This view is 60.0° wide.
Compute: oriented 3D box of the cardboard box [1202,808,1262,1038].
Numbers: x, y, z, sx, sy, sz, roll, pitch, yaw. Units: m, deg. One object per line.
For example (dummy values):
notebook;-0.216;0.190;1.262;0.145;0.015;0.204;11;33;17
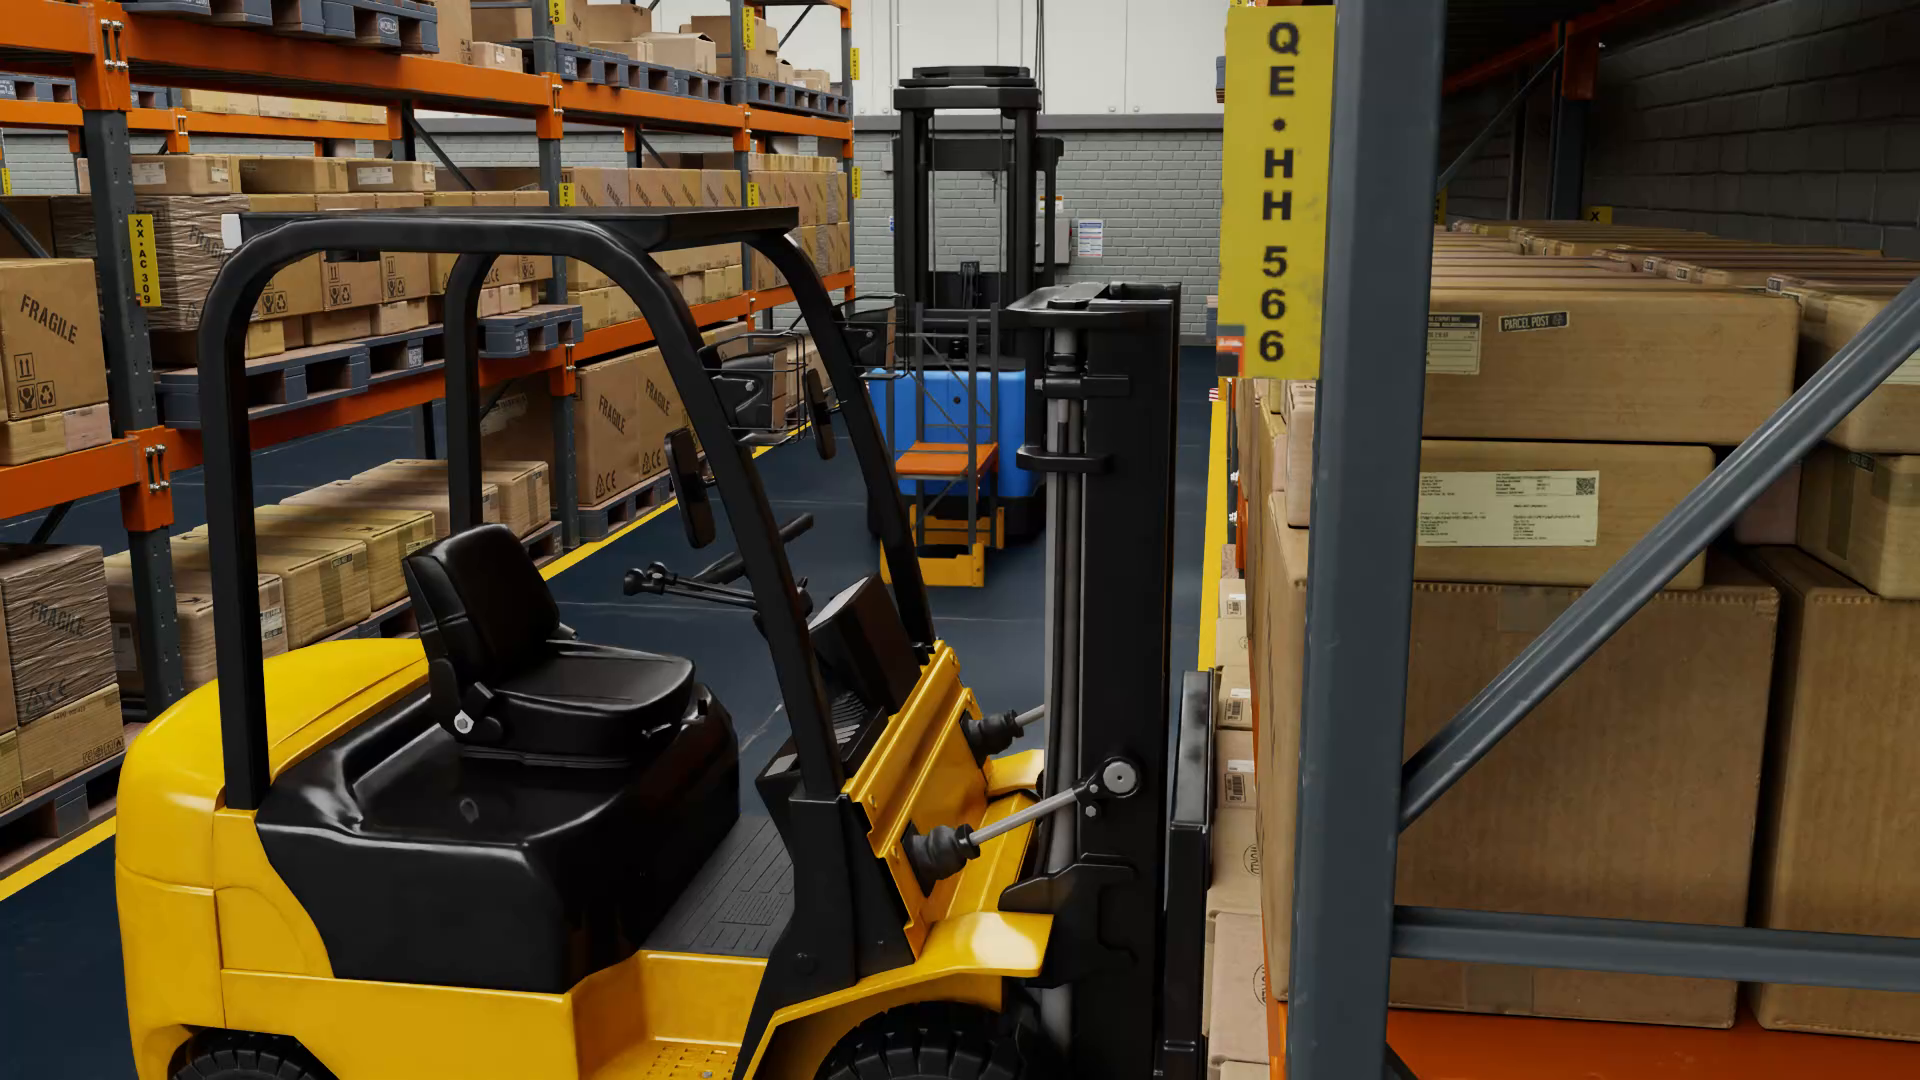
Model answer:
cardboard box;0.721;0.728;3.151;0.500;0.250;0.500;2;12;9

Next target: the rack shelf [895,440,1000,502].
rack shelf;-0.088;-0.410;9.689;0.538;0.185;1.000;2;12;8

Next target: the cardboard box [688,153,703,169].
cardboard box;-2.361;-3.243;14.270;0.380;0.149;0.250;2;12;10

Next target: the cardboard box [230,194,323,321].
cardboard box;-3.040;-1.189;6.950;0.500;0.500;0.500;2;12;9

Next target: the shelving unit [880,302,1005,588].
shelving unit;-0.087;-0.588;9.660;0.587;1.500;1.083;2;12;8

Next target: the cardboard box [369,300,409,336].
cardboard box;-2.847;-1.055;7.866;0.380;0.149;0.250;2;12;11

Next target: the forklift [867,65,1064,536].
forklift;0.129;-1.718;11.510;1.130;2.935;3.031;2;12;8

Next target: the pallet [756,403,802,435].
pallet;-2.047;-1.055;14.887;1.003;0.211;1.213;2;12;9

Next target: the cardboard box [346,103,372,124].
cardboard box;-6.413;-4.417;17.107;0.500;0.250;0.500;2;12;9

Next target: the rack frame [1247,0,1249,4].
rack frame;2.048;-4.202;8.632;1.000;3.000;0.127;2;12;9

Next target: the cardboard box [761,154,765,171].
cardboard box;-1.916;-3.283;14.455;0.380;0.149;0.250;2;12;8

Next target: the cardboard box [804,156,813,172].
cardboard box;-1.626;-3.601;15.932;0.380;0.149;0.250;2;12;10

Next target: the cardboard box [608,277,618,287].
cardboard box;-2.454;-1.806;10.921;0.500;0.250;0.500;2;12;10

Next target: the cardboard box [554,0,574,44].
cardboard box;-2.892;-3.362;10.620;0.700;0.500;0.500;1;12;6

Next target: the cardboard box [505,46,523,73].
cardboard box;-2.698;-2.701;9.381;0.380;0.149;0.250;2;12;9

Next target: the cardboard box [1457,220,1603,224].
cardboard box;1.683;-0.872;4.936;0.380;0.149;0.250;2;12;9

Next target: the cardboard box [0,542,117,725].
cardboard box;-3.298;0.307;5.697;0.500;0.500;0.500;2;12;8

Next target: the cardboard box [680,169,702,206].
cardboard box;-2.232;-2.486;12.297;0.500;0.500;0.500;2;12;10

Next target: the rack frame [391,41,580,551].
rack frame;-2.857;-1.429;10.006;1.000;3.000;0.127;2;12;9

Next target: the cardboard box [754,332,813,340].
cardboard box;-1.629;-1.907;17.307;0.875;0.438;0.875;1;12;7

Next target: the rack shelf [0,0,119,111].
rack shelf;-3.780;-1.295;3.971;1.077;0.370;4.000;2;12;9

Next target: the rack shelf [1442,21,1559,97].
rack shelf;1.741;-1.968;7.092;1.077;0.370;4.000;2;12;9

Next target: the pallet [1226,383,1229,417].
pallet;3.145;-1.390;16.441;1.003;0.211;1.213;2;12;9

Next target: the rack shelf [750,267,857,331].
rack shelf;-1.934;-2.327;15.878;1.077;0.370;4.000;2;12;9

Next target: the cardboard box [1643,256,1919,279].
cardboard box;1.234;-0.338;2.460;0.380;0.149;0.250;2;12;9

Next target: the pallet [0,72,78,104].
pallet;-7.505;-3.435;12.638;1.213;0.211;1.003;2;12;9

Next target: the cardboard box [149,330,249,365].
cardboard box;-3.075;-0.784;6.611;0.380;0.149;0.250;2;12;9

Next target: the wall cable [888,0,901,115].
wall cable;-1.030;-7.221;22.639;0.463;3.000;0.029;2;12;9

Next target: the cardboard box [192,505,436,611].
cardboard box;-3.181;0.079;8.249;0.950;0.372;0.625;2;12;11

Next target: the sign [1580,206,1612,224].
sign;1.982;-0.881;5.219;0.100;0.325;0.005;2;12;9

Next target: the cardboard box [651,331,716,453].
cardboard box;-2.389;-1.109;12.565;0.875;0.875;0.875;2;12;10

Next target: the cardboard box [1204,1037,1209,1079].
cardboard box;0.730;0.967;3.231;0.500;0.250;0.500;2;12;7

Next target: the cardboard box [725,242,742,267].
cardboard box;-2.069;-2.334;13.371;0.500;0.250;0.500;2;12;9

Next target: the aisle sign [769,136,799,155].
aisle sign;-1.902;-4.390;17.573;0.394;0.787;0.004;2;12;9

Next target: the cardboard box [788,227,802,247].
cardboard box;-1.747;-2.608;15.238;0.500;0.500;0.500;2;12;9

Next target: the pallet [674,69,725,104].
pallet;-2.334;-3.442;12.681;0.805;0.209;1.217;1;12;6

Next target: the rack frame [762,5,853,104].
rack frame;-1.627;-6.027;17.102;1.000;3.000;0.127;2;12;9

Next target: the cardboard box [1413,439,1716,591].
cardboard box;0.594;-0.051;1.834;0.380;0.149;0.250;2;12;9

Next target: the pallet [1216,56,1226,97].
pallet;2.337;-3.127;11.210;1.213;0.211;1.003;2;12;9

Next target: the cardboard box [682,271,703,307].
cardboard box;-2.237;-1.877;12.438;0.500;0.250;0.500;2;12;7

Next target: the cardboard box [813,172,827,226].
cardboard box;-1.596;-3.312;16.130;0.500;0.500;0.500;2;12;8

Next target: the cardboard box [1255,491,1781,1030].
cardboard box;0.634;0.236;2.041;0.500;0.500;0.500;2;12;7

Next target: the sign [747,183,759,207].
sign;-1.704;-2.774;13.684;0.100;0.325;0.005;2;12;9

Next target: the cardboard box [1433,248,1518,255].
cardboard box;0.728;-0.412;2.801;0.380;0.149;0.250;2;12;10

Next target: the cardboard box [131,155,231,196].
cardboard box;-3.050;-1.400;6.389;0.380;0.149;0.250;2;12;8

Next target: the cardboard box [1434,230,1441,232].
cardboard box;0.955;-0.676;4.025;0.380;0.149;0.250;2;12;8

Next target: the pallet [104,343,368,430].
pallet;-3.211;-0.657;6.879;1.003;0.211;1.213;2;12;9

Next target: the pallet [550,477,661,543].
pallet;-2.661;-0.228;11.050;1.003;0.211;1.213;2;12;9

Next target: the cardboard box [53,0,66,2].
cardboard box;-3.219;-1.865;5.502;0.380;0.149;0.250;2;12;9

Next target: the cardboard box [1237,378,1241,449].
cardboard box;1.252;-0.477;5.942;0.500;0.250;0.500;2;12;10

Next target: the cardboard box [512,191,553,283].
cardboard box;-2.652;-1.725;9.439;0.500;0.500;0.500;2;12;7

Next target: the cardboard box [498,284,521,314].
cardboard box;-2.639;-1.324;9.117;0.380;0.149;0.250;2;12;8

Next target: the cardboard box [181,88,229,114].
cardboard box;-6.816;-3.882;14.624;0.500;0.250;0.500;3;12;12

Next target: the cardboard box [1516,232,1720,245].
cardboard box;1.454;-0.606;3.704;0.380;0.149;0.250;2;12;8

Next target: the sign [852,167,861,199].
sign;-1.092;-3.756;17.492;0.100;0.325;0.005;2;12;9

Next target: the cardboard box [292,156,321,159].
cardboard box;-6.585;-3.490;16.249;0.500;0.500;0.500;1;12;7

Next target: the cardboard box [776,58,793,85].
cardboard box;-1.906;-4.462;15.934;0.500;0.311;0.500;2;12;10
